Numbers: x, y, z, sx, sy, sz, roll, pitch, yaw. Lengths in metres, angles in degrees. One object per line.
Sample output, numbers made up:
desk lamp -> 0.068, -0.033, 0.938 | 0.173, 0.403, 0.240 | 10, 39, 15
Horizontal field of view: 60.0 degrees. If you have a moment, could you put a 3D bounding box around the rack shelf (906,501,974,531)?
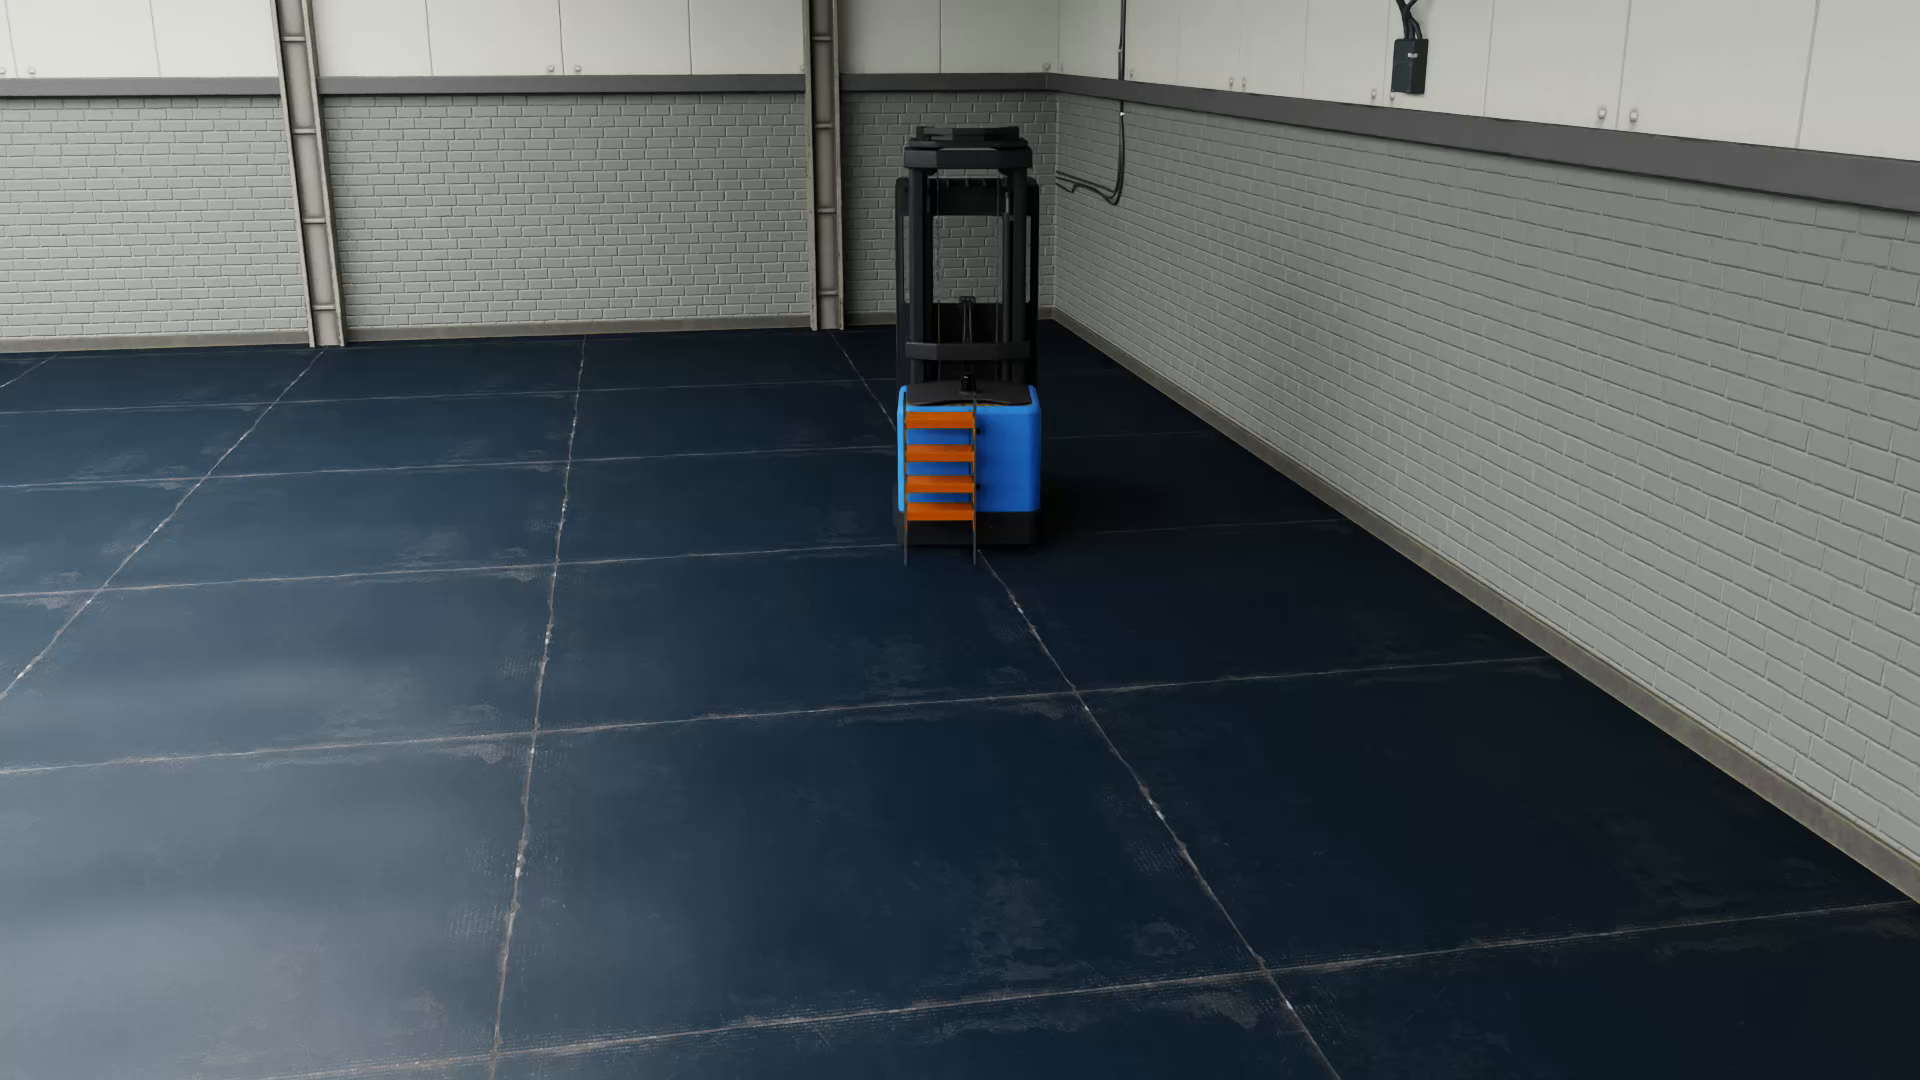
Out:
rack shelf -> -0.140, -0.172, 11.734 | 0.480, 0.148, 0.258 | 0, 17, -1

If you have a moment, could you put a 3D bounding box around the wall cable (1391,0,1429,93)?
wall cable -> 3.249, -5.657, 9.612 | 0.169, 6.003, 2.305 | -3, 17, -10

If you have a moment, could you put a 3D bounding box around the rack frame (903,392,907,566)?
rack frame -> -0.384, -0.425, 11.653 | 0.015, 1.200, 0.240 | 0, 17, -1

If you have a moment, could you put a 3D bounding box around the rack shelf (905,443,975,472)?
rack shelf -> -0.140, -0.576, 11.610 | 0.480, 0.148, 0.258 | 0, 17, -1

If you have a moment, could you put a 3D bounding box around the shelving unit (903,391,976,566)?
shelving unit -> -0.140, -0.426, 11.656 | 0.503, 1.200, 0.258 | 0, 17, -1

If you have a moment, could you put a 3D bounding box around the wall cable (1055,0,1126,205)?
wall cable -> 1.464, -5.285, 19.481 | 0.112, 2.526, 3.097 | -3, 17, -10

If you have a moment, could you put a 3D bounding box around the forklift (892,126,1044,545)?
forklift -> 0.050, -1.743, 12.994 | 1.130, 2.935, 3.031 | 0, 17, -1

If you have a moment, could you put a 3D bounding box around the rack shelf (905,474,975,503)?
rack shelf -> -0.140, -0.362, 11.676 | 0.480, 0.148, 0.258 | 0, 17, -1

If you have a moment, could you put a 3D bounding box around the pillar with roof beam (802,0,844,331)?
pillar with roof beam -> -0.863, -5.745, 15.691 | 0.400, 9.000, 9.100 | -3, 17, -10

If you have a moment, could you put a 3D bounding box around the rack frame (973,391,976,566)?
rack frame -> 0.104, -0.427, 11.659 | 0.015, 1.200, 0.240 | 0, 17, -1

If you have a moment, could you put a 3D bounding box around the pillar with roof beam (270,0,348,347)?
pillar with roof beam -> -6.754, -5.411, 14.603 | 0.400, 9.000, 9.100 | -3, 17, -10

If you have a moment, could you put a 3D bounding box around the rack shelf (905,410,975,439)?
rack shelf -> -0.140, -0.802, 11.540 | 0.480, 0.148, 0.258 | 0, 17, -1
